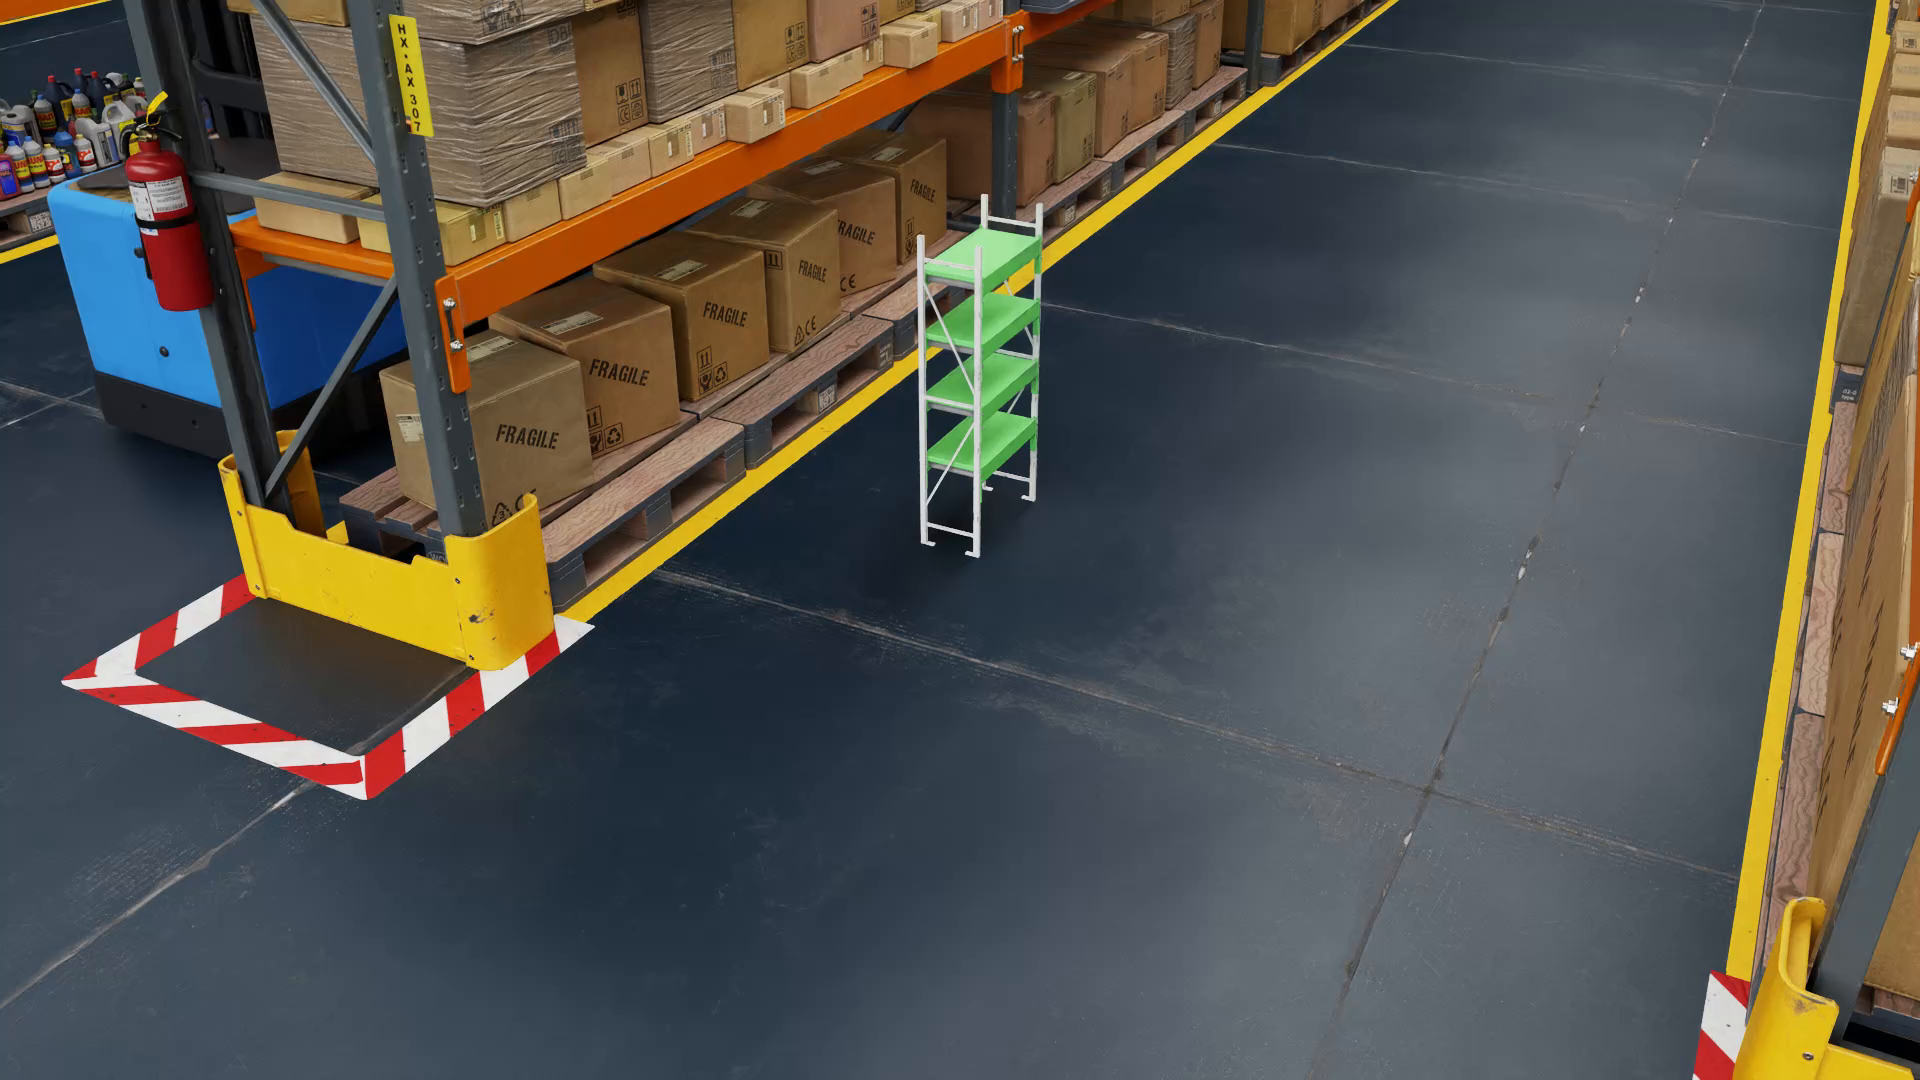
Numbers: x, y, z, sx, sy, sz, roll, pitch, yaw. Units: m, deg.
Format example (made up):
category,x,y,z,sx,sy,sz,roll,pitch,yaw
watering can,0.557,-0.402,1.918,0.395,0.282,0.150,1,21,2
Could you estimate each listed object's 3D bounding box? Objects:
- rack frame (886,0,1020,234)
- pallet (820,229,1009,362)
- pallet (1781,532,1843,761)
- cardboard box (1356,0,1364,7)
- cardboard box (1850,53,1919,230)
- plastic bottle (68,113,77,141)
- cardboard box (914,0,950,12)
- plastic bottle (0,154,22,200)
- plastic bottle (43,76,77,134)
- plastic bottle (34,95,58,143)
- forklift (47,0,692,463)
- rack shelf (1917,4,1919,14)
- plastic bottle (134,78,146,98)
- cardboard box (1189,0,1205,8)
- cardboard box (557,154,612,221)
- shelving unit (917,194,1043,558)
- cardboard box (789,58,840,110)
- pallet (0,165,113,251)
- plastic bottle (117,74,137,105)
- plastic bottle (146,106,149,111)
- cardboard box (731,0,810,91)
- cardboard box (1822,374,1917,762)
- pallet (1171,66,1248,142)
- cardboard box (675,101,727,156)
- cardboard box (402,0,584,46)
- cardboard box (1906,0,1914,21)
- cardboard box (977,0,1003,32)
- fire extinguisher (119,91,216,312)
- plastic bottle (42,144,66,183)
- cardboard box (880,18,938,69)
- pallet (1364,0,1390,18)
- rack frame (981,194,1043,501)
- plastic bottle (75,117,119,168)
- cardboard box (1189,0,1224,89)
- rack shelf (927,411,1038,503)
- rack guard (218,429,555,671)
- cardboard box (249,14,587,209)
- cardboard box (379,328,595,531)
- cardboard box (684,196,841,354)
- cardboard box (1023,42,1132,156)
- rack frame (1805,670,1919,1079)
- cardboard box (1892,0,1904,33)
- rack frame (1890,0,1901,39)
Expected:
category,x,y,z,sx,sy,sz,roll,pitch,yaw
rack frame,-0.181,-2.804,8.121,1.000,3.000,0.127,14,33,23
pallet,-0.456,-1.289,8.283,1.003,0.211,1.213,14,33,23
pallet,3.217,0.437,5.277,1.003,0.211,1.213,14,33,23
cardboard box,2.783,-4.927,13.529,1.225,0.875,0.875,13,32,22
cardboard box,5.257,-1.976,8.516,1.050,0.750,0.750,15,33,24
plastic bottle,-5.035,-2.314,9.554,0.061,0.283,0.133,14,33,23
cardboard box,-0.441,-2.791,7.699,0.875,0.500,0.500,14,33,23
plastic bottle,-5.190,-1.997,9.001,0.061,0.283,0.133,15,33,24
plastic bottle,-5.414,-2.623,10.023,0.144,0.351,0.185,13,32,21
plastic bottle,-5.447,-2.514,9.914,0.097,0.271,0.097,0,30,0
forklift,-2.444,-2.247,7.220,1.130,2.935,3.031,16,33,25
rack shelf,6.921,-3.982,10.895,1.077,0.370,4.000,14,33,23
plastic bottle,-5.172,-2.818,10.514,0.097,0.201,0.097,0,30,0
cardboard box,1.362,-3.706,11.006,0.500,0.250,0.500,16,33,25
cardboard box,-1.403,-1.208,5.594,0.380,0.149,0.250,14,33,23
shelving unit,0.075,-0.594,6.079,0.258,1.200,0.503,14,33,23
cardboard box,-0.714,-1.872,6.749,0.380,0.149,0.250,14,33,23
pallet,-5.488,-1.887,9.325,1.003,0.211,1.213,14,33,23
plastic bottle,-5.154,-2.725,10.270,0.061,0.283,0.133,14,33,23
plastic bottle,-4.715,-2.534,9.869,0.144,0.351,0.185,13,32,21
cardboard box,-1.103,-2.121,6.532,0.875,0.500,0.500,14,33,23
cardboard box,3.015,0.172,4.650,0.875,0.875,0.875,14,33,23
pallet,1.284,-3.022,11.301,1.003,0.211,1.213,14,33,23
cardboard box,-1.098,-1.550,6.189,0.380,0.149,0.250,14,33,23
cardboard box,-1.510,-1.819,5.002,0.500,0.500,0.500,14,33,23
cardboard box,6.309,-3.420,10.528,0.500,0.250,0.500,15,33,24
cardboard box,-0.018,-2.533,7.902,0.380,0.149,0.250,14,33,23
fire extinguisher,-2.466,-1.051,5.146,0.296,0.674,0.183,14,33,23
plastic bottle,-5.063,-2.105,9.272,0.097,0.201,0.097,0,30,0
cardboard box,-0.322,-2.191,7.306,0.380,0.149,0.250,14,33,23
pallet,3.179,-4.782,14.366,1.003,0.211,1.213,14,33,23
rack frame,0.187,-0.702,6.267,0.240,1.200,0.015,14,33,23
plastic bottle,-4.939,-2.287,9.514,0.152,0.276,0.135,15,33,24
cardboard box,1.353,-3.383,11.197,0.700,0.500,0.500,13,32,21
rack shelf,0.075,-0.330,6.230,0.258,0.148,0.480,14,33,23
rack guard,-1.969,0.019,5.714,1.175,0.500,0.348,14,33,23
cardboard box,-1.729,-1.441,5.348,0.875,0.500,0.500,14,33,23
cardboard box,-1.704,-0.402,6.027,0.500,0.500,0.500,21,36,32
cardboard box,-0.866,-1.185,7.391,0.500,0.500,0.500,11,32,19
cardboard box,0.606,-2.634,9.892,0.700,0.500,0.500,11,32,19
rack frame,2.363,0.138,2.997,0.949,2.616,0.053,14,33,23
cardboard box,7.260,-4.011,12.312,0.500,0.500,0.500,16,33,25
rack frame,7.832,-5.181,12.260,1.000,3.000,0.127,14,33,23
